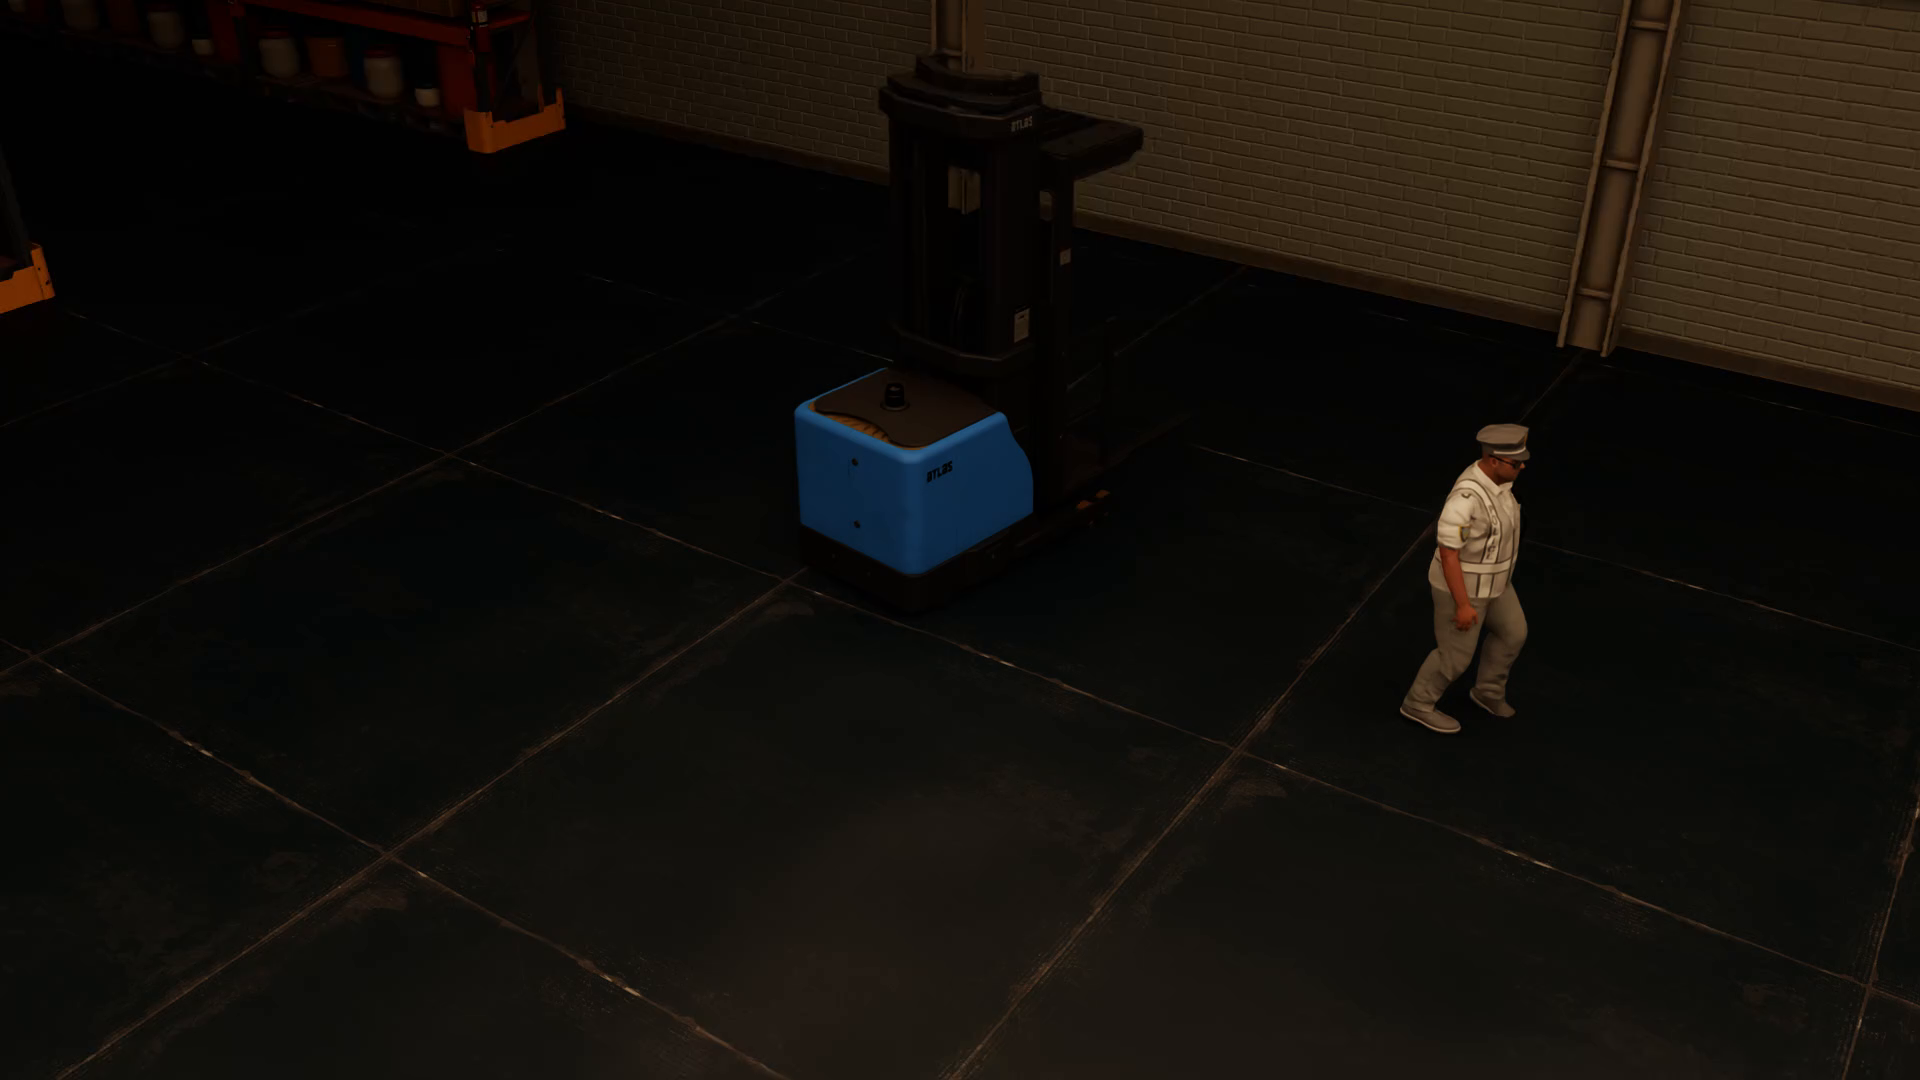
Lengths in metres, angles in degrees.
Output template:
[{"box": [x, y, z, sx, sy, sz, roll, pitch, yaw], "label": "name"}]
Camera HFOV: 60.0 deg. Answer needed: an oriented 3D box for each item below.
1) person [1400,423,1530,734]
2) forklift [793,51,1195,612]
[{"box": [2.635, 0.246, 8.426, 0.536, 1.812, 0.636, 22, 36, 32], "label": "person"}, {"box": [0.372, -1.507, 10.177, 1.130, 2.935, 3.031, 25, 38, 36], "label": "forklift"}]
